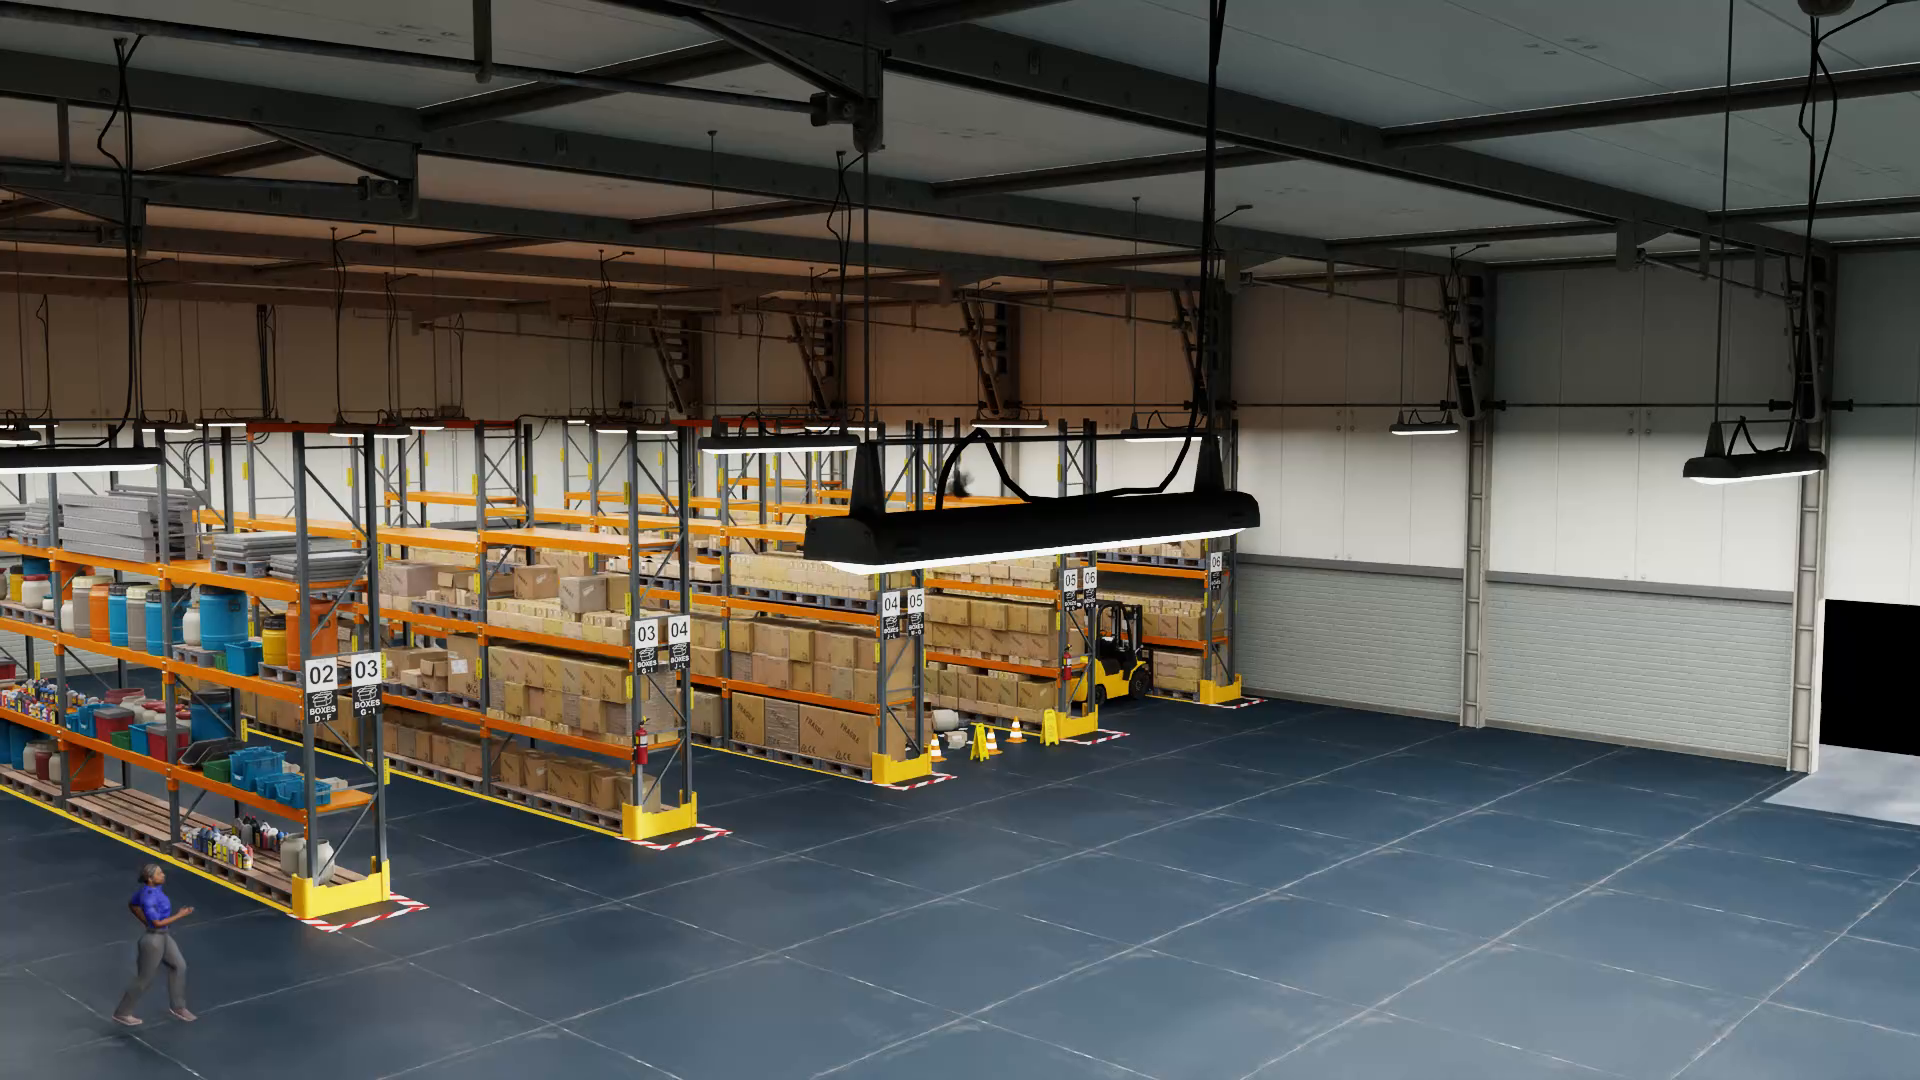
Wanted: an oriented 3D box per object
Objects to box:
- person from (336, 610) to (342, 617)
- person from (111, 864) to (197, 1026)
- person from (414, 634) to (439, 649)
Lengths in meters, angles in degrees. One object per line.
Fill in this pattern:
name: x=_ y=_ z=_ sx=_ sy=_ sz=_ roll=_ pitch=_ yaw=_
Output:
person: x=-14.488 y=2.401 z=38.201 sx=0.688 sy=1.603 sz=0.567 roll=2 pitch=5 yaw=24
person: x=-8.193 y=4.122 z=16.873 sx=0.781 sy=1.714 sz=0.549 roll=-2 pitch=5 yaw=-18
person: x=-12.962 y=2.178 z=40.326 sx=0.695 sy=1.780 sz=0.717 roll=1 pitch=5 yaw=17
